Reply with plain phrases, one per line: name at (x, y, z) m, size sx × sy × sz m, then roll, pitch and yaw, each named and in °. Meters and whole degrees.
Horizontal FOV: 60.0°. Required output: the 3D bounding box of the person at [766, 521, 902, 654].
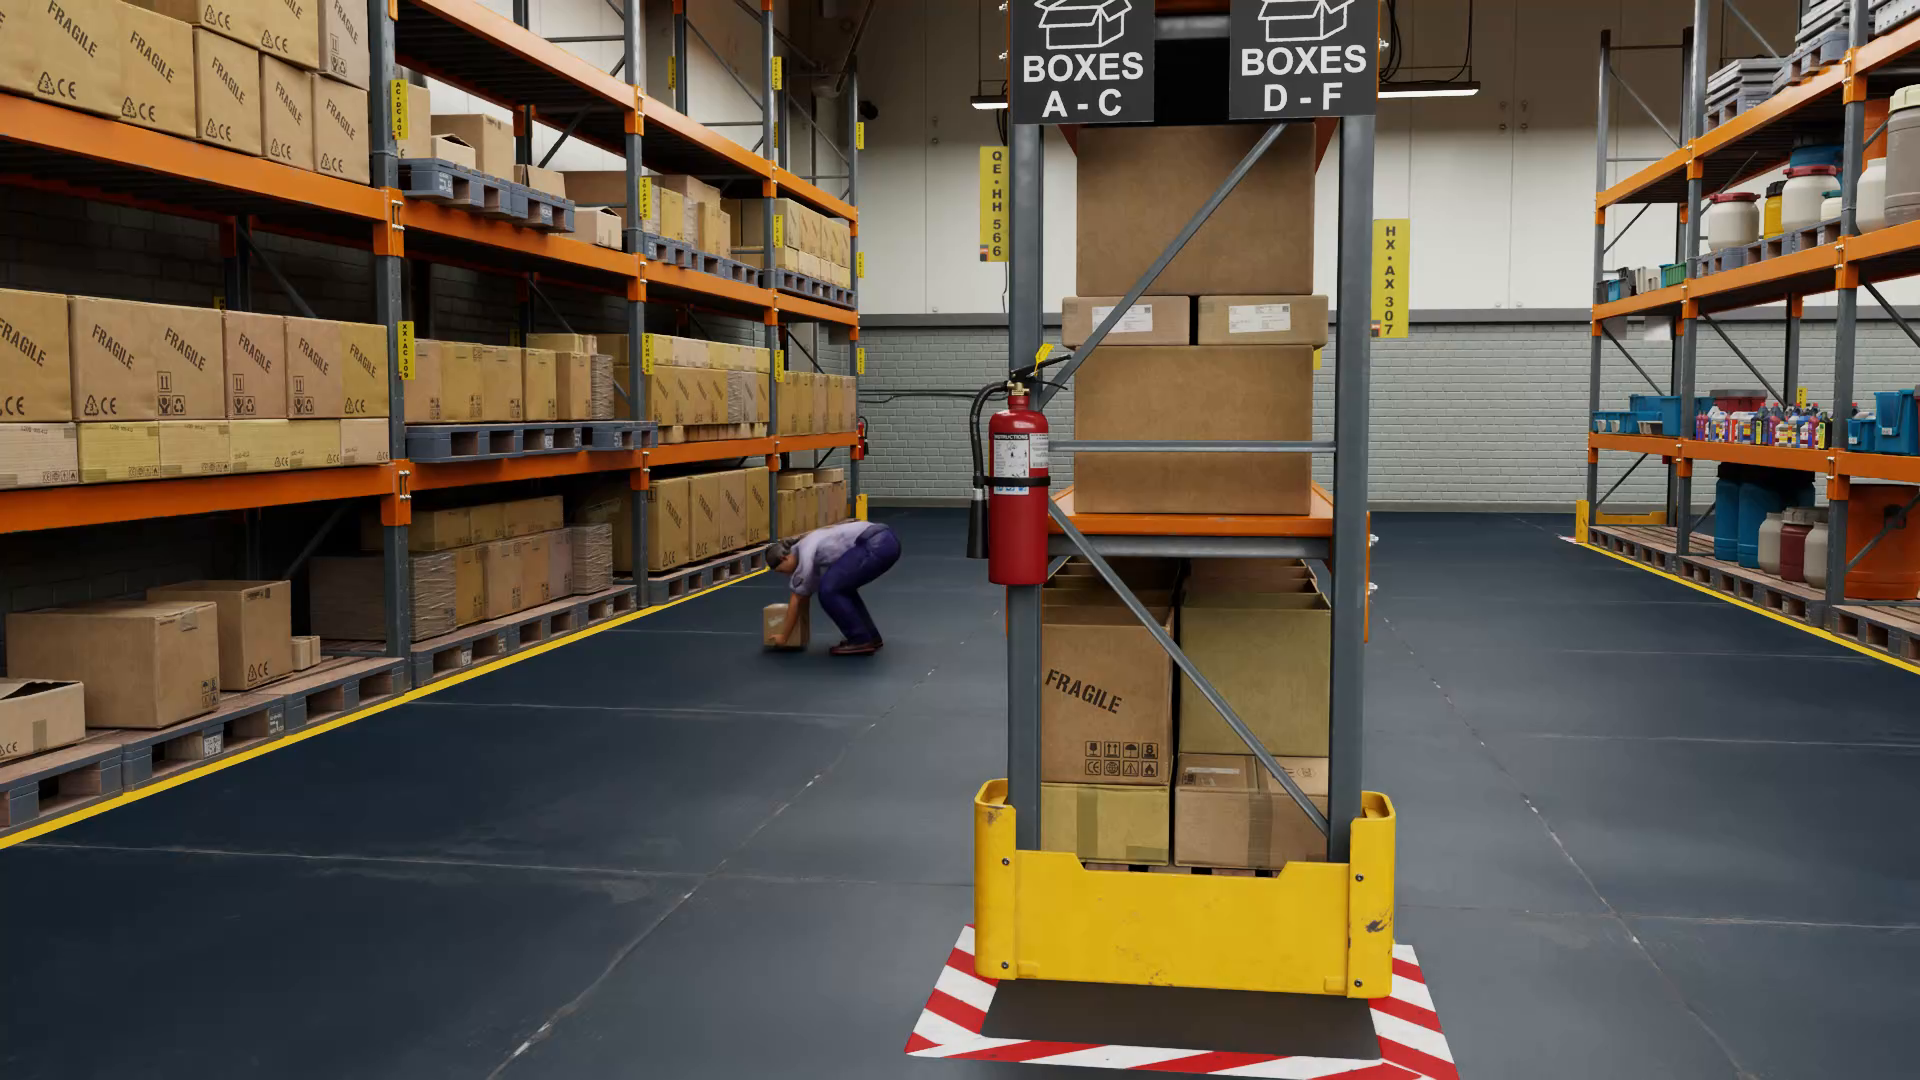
person at (-0.845, 0.309, 11.034) m, size 0.898 × 0.868 × 0.517 m, roll 0°, pitch 5°, yaw 6°
